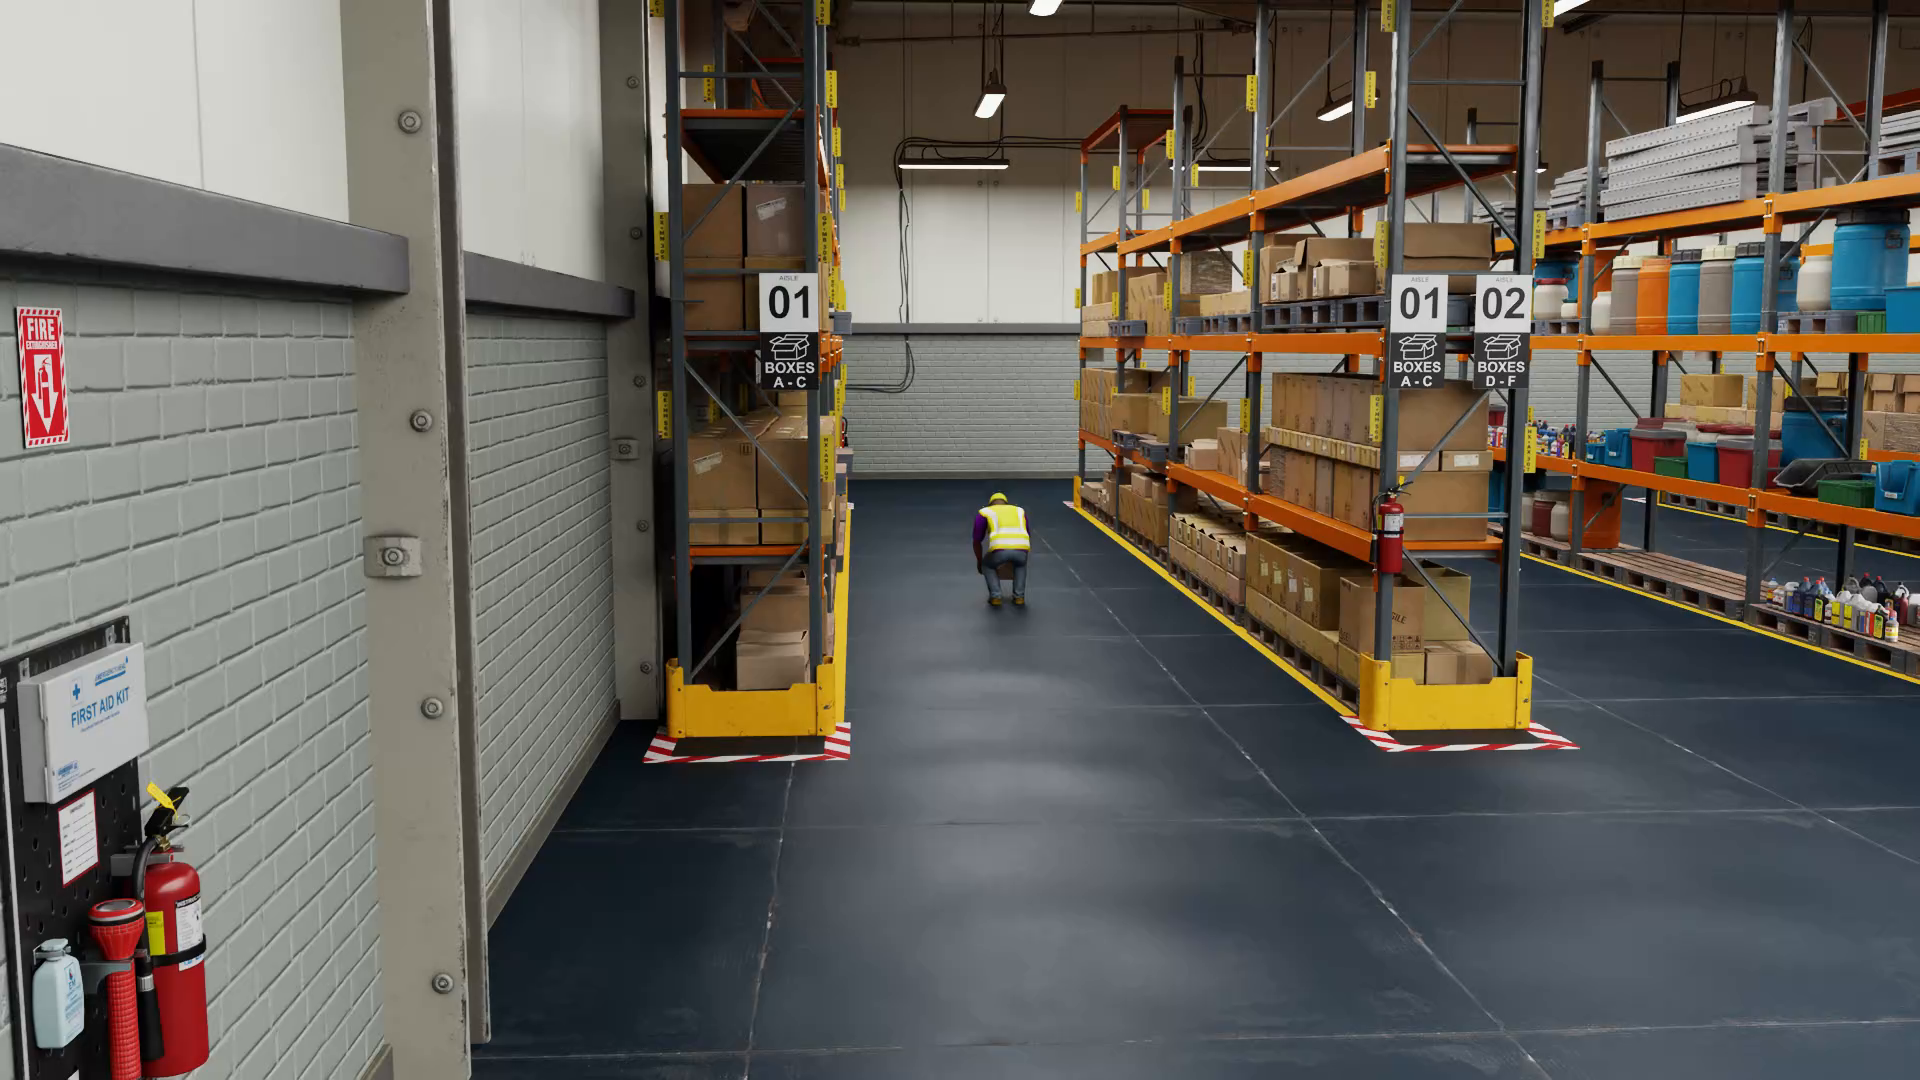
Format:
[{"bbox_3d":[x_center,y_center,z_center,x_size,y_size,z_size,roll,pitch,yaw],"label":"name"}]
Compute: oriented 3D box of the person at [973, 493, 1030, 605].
[{"bbox_3d":[0.446,0.096,17.528,0.607,1.133,0.856,0,7,-4],"label":"person"}]
